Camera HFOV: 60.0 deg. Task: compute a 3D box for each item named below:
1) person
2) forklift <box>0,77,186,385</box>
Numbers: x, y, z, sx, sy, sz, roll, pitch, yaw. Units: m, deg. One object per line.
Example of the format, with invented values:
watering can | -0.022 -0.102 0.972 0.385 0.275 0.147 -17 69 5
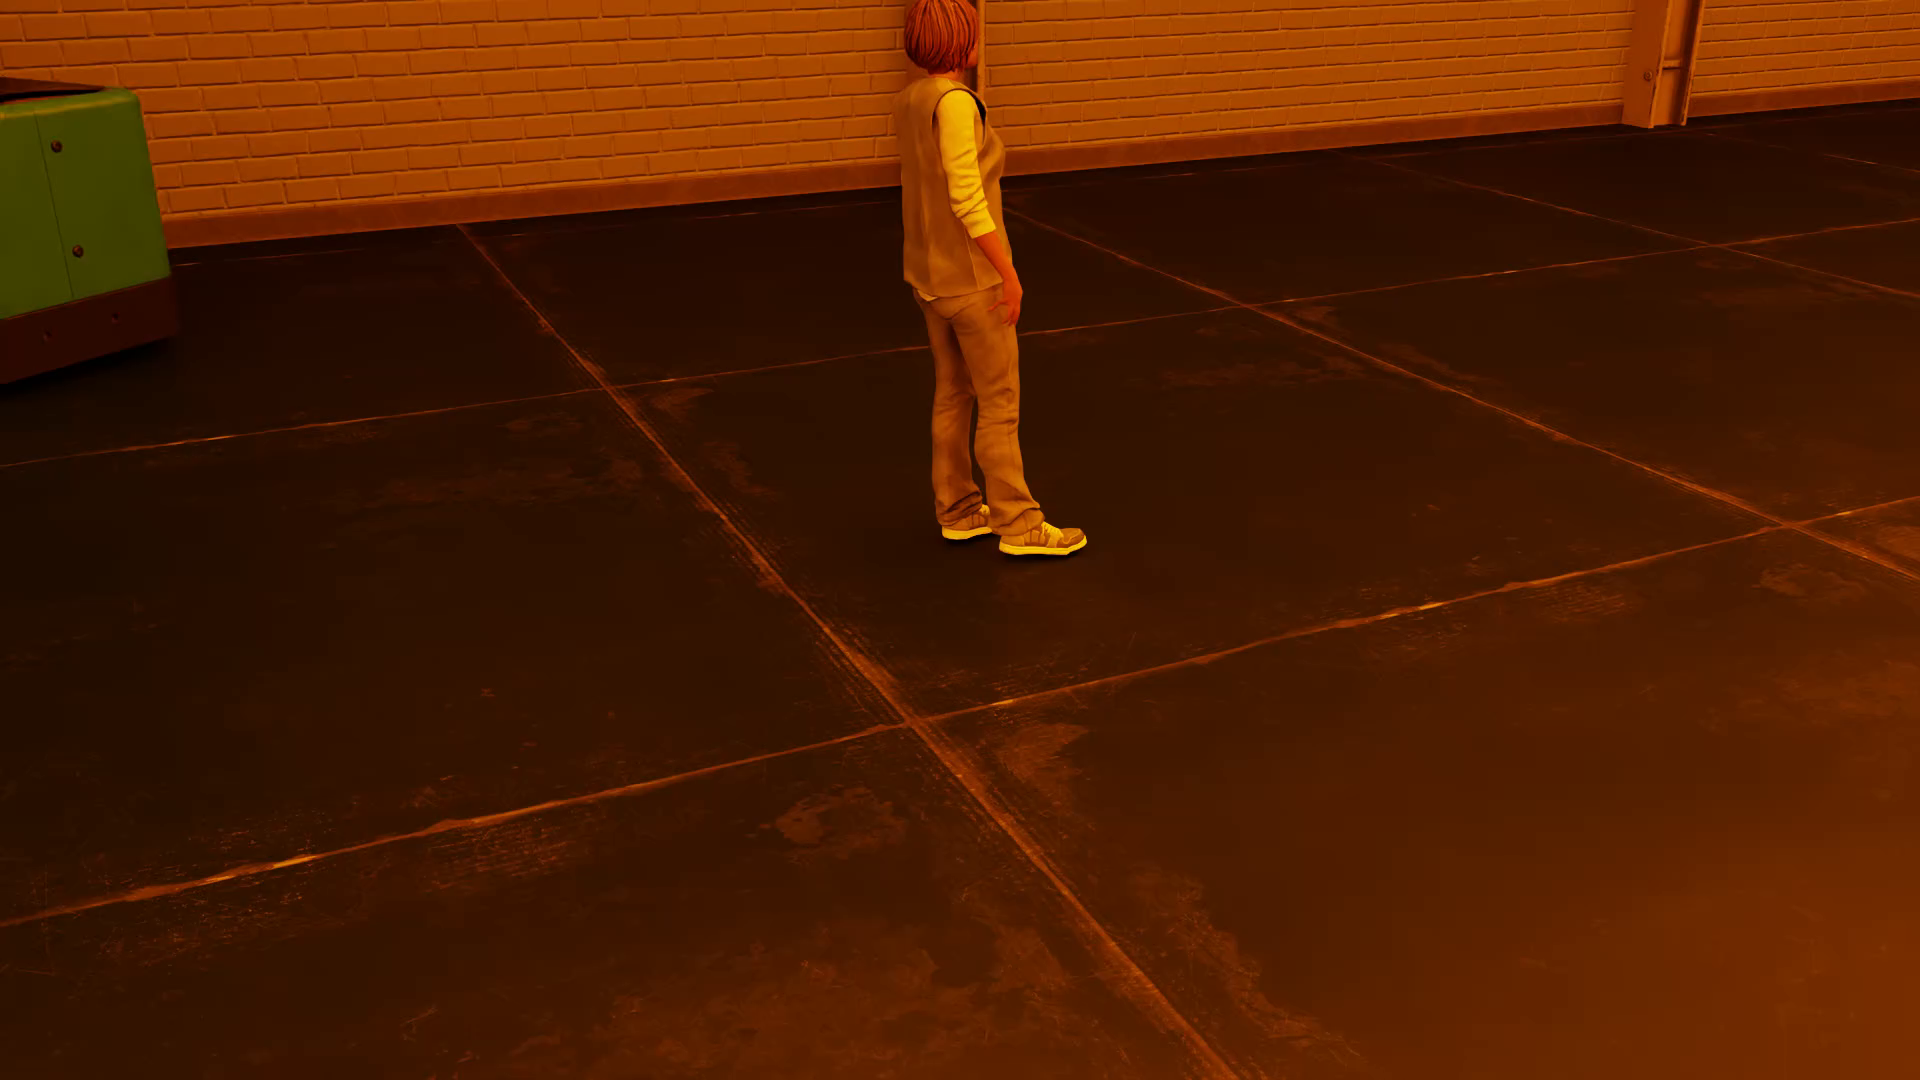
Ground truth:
person | 0.074 -0.752 4.815 0.473 1.599 0.520 -10 25 -23
forklift | -4.837 -2.267 6.744 3.031 2.935 1.130 11 25 25
